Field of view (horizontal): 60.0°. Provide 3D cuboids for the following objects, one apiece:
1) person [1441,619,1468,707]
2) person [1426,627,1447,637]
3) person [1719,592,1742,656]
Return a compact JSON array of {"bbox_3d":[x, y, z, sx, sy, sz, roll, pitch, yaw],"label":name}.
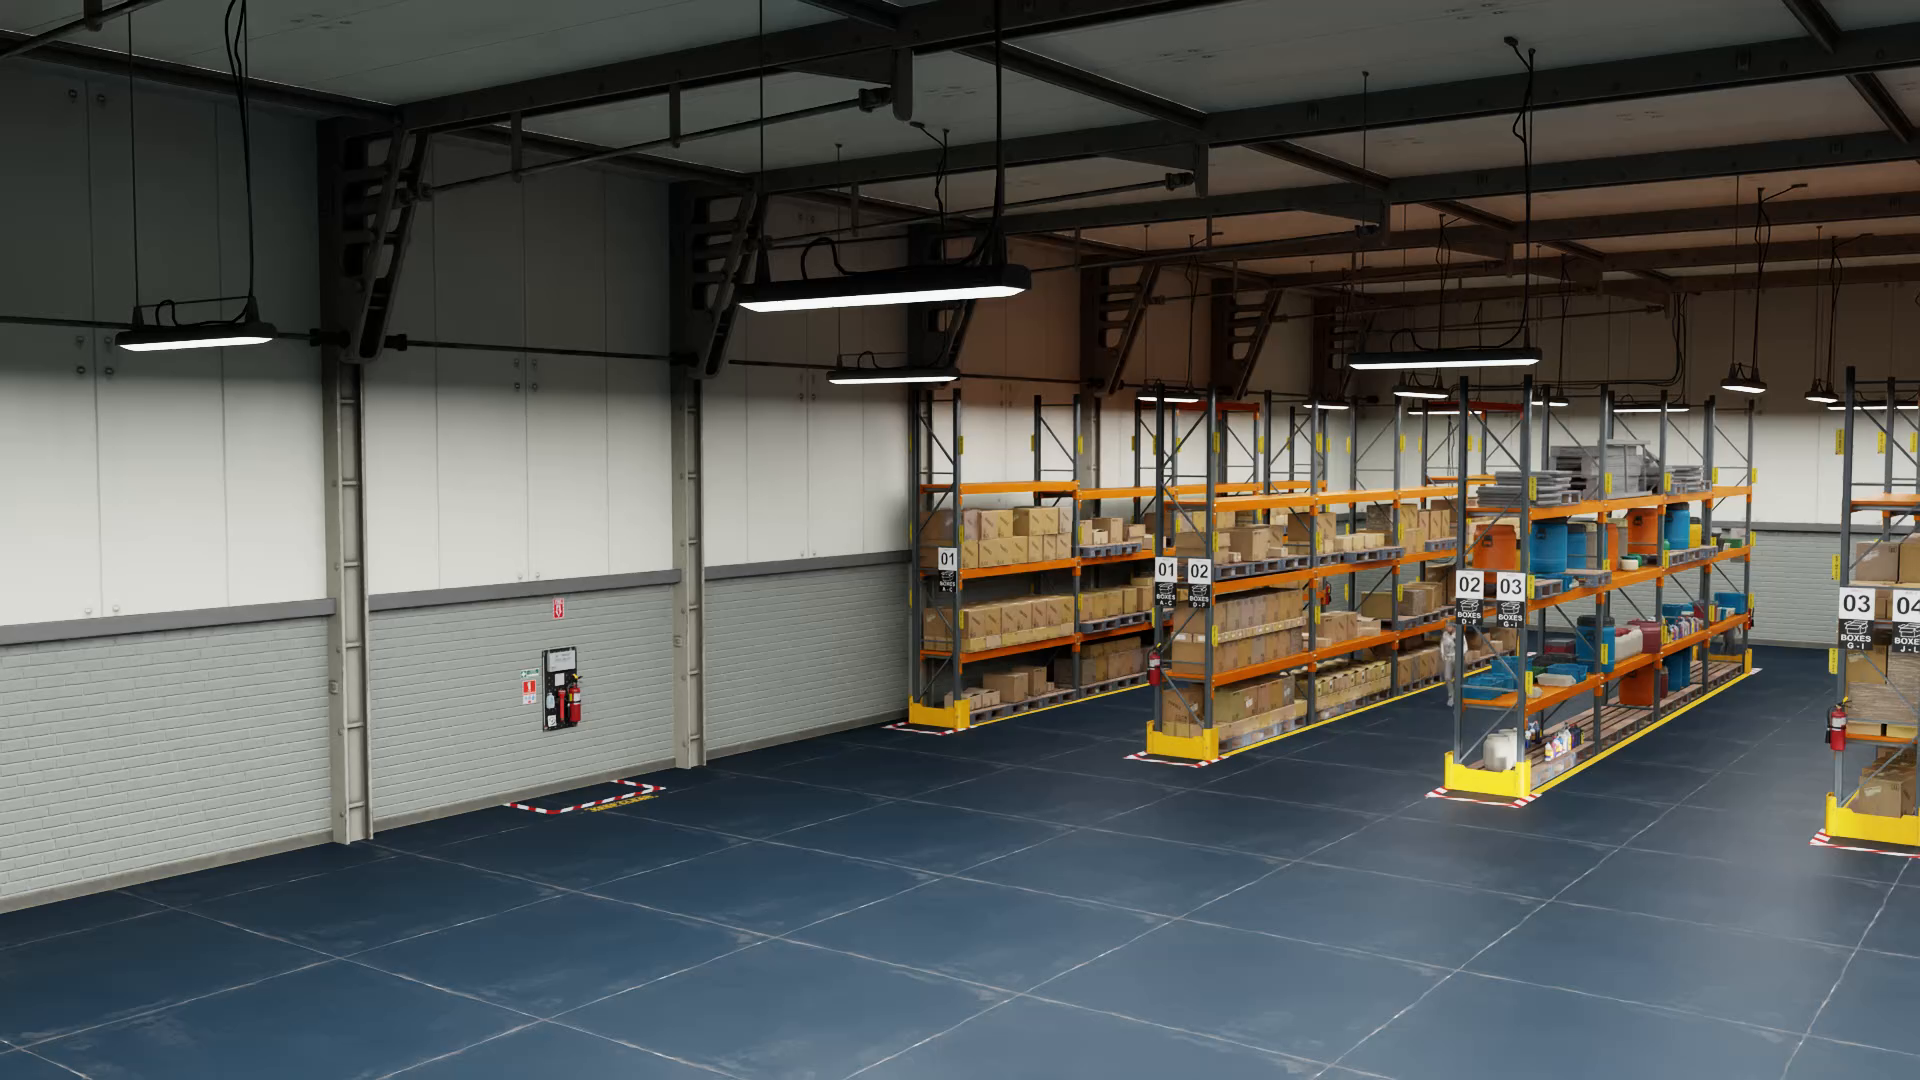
[{"bbox_3d":[9.581,2.352,32.204,0.585,1.690,0.863,2,4,30],"label":"person"},{"bbox_3d":[12.149,1.729,42.127,0.588,1.717,0.640,-2,4,-37],"label":"person"},{"bbox_3d":[17.549,2.029,37.836,0.487,1.680,0.588,-3,4,-41],"label":"person"}]
